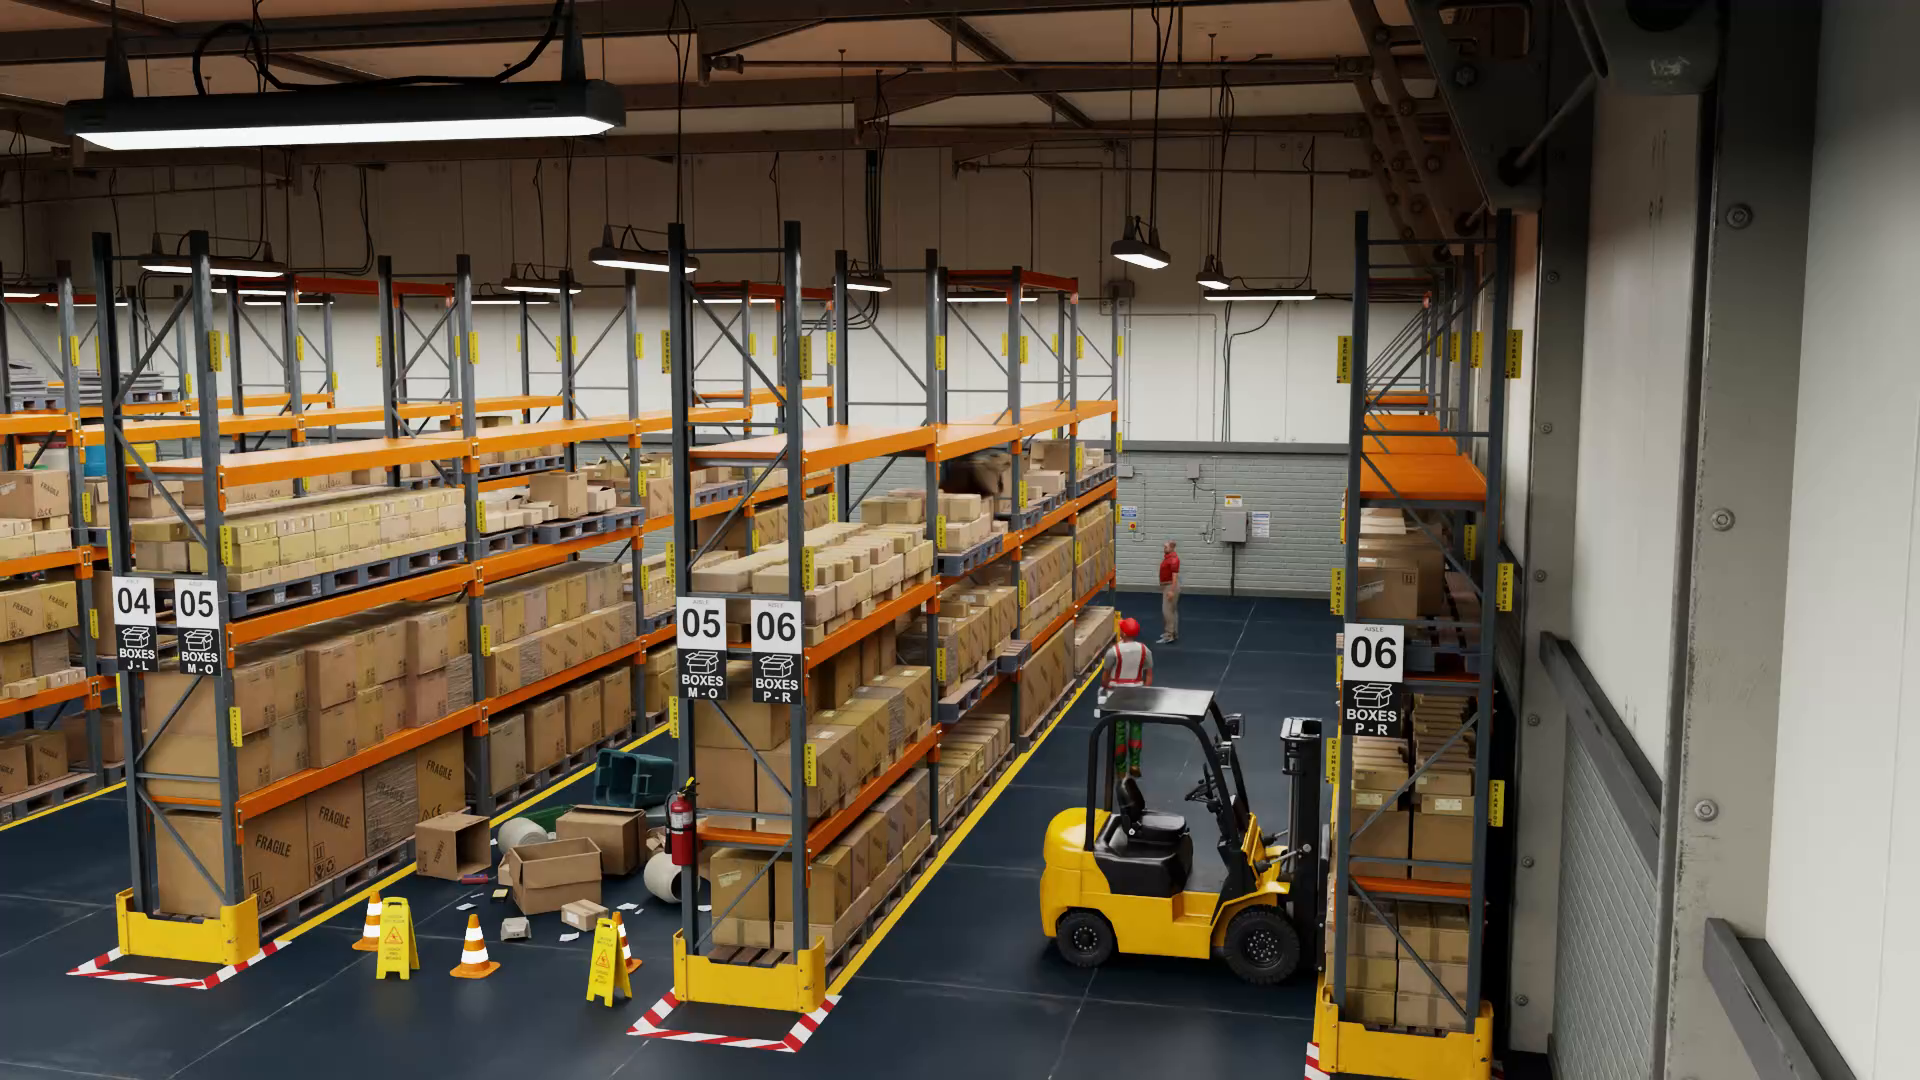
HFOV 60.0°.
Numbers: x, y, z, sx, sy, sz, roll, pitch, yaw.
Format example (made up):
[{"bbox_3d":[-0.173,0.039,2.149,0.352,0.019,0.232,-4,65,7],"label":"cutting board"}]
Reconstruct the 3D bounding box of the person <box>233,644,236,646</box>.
[{"bbox_3d":[-8.193,1.997,18.767,0.468,1.775,0.593,-6,9,-40],"label":"person"}]

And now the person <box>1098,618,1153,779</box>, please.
[{"bbox_3d":[1.826,1.769,18.403,0.610,1.864,0.497,1,7,6],"label":"person"}]

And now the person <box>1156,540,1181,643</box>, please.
[{"bbox_3d":[3.544,0.874,28.417,0.442,1.771,0.619,0,7,1],"label":"person"}]
